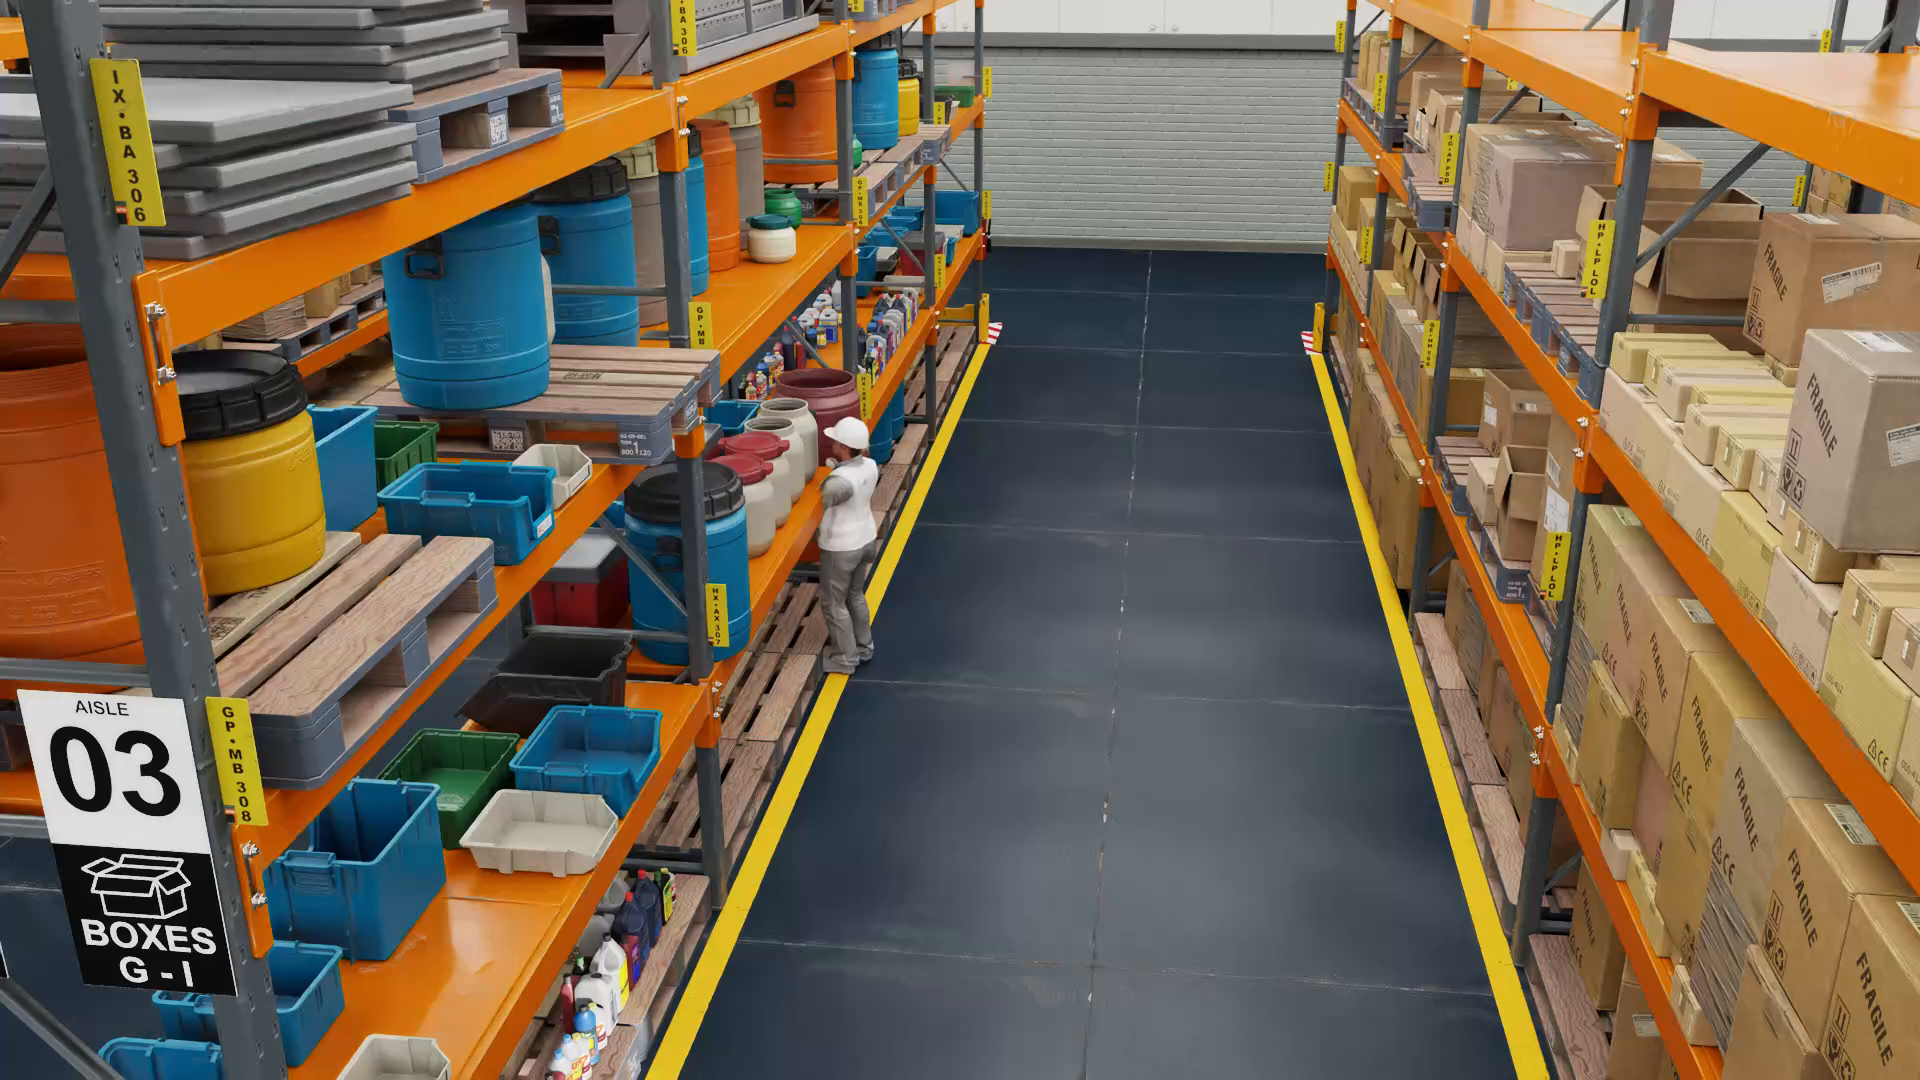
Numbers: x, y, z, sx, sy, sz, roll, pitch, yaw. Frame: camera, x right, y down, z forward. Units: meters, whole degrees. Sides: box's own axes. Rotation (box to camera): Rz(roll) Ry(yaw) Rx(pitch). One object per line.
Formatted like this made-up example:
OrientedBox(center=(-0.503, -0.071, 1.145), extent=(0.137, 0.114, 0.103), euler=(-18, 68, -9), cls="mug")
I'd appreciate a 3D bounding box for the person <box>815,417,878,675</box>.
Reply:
OrientedBox(center=(-0.847, 0.016, 11.017), extent=(0.560, 1.762, 0.494), euler=(10, 23, 24), cls="person")
